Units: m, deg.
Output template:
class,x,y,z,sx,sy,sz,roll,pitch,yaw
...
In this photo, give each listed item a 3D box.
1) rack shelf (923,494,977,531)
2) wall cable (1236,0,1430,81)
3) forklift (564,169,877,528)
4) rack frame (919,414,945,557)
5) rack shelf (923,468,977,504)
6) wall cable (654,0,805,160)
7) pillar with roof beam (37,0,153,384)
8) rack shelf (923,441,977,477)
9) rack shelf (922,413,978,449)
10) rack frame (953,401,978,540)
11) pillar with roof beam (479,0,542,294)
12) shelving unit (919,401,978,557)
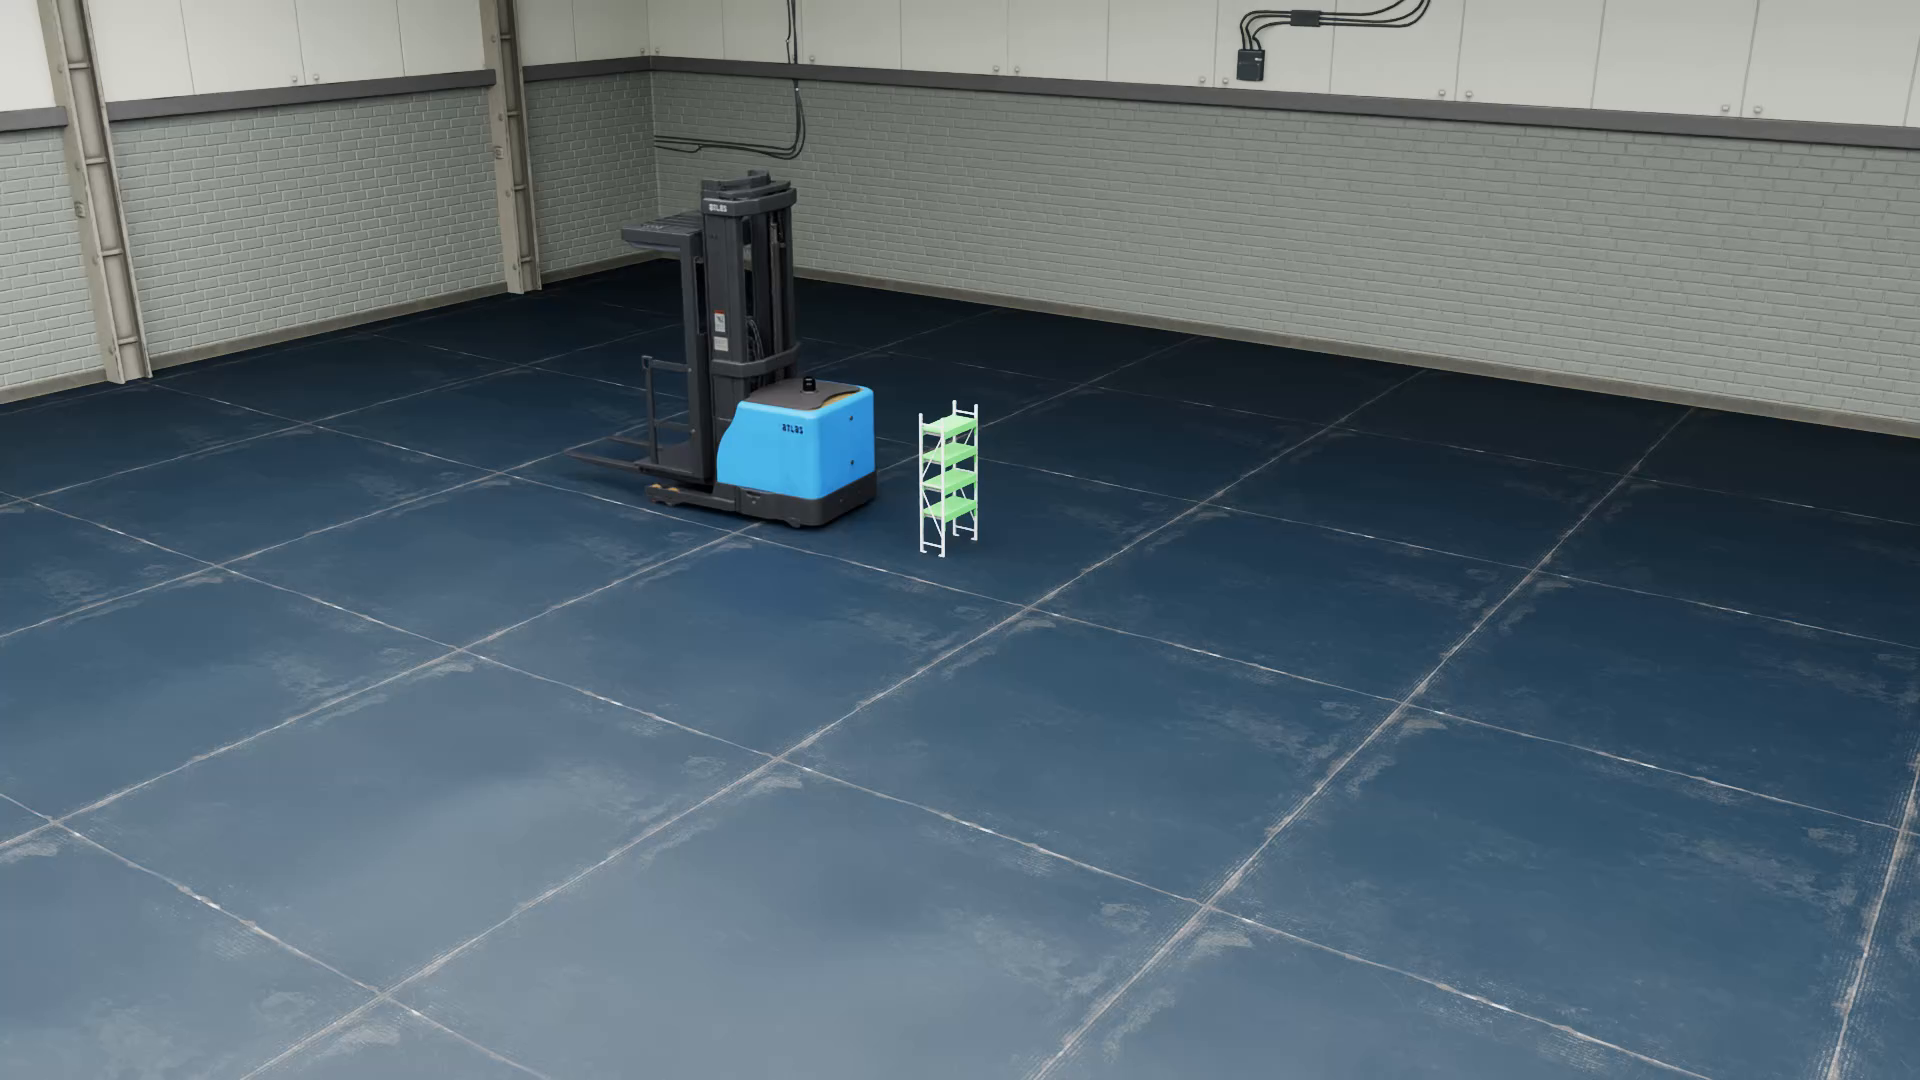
class,x,y,z,sx,sy,sz,roll,pitch,yaw
rack shelf,-0.093,-0.230,14.034,0.258,0.148,0.480,13,24,32
wall cable,4.304,-8.148,18.419,2.305,6.003,0.169,13,24,32
forklift,-2.297,-1.831,14.991,3.031,2.935,1.130,11,23,27
rack frame,-0.230,-0.445,13.739,0.240,1.200,0.015,13,24,32
rack shelf,-0.093,-0.455,13.951,0.258,0.148,0.480,13,24,32
wall cable,-3.539,-6.953,24.566,3.097,2.526,0.112,13,24,32
pillar with roof beam,-6.101,-5.260,15.515,9.100,9.000,0.400,13,24,32
rack shelf,-0.093,-0.680,13.867,0.258,0.148,0.480,13,24,32
rack shelf,-0.093,-0.906,13.784,0.258,0.148,0.480,13,24,32
rack frame,0.044,-0.585,14.118,0.240,1.200,0.015,13,24,32
pillar with roof beam,-2.728,-6.982,20.169,9.100,9.000,0.400,13,24,32
shelving unit,-0.093,-0.515,13.928,0.258,1.200,0.503,13,24,32
